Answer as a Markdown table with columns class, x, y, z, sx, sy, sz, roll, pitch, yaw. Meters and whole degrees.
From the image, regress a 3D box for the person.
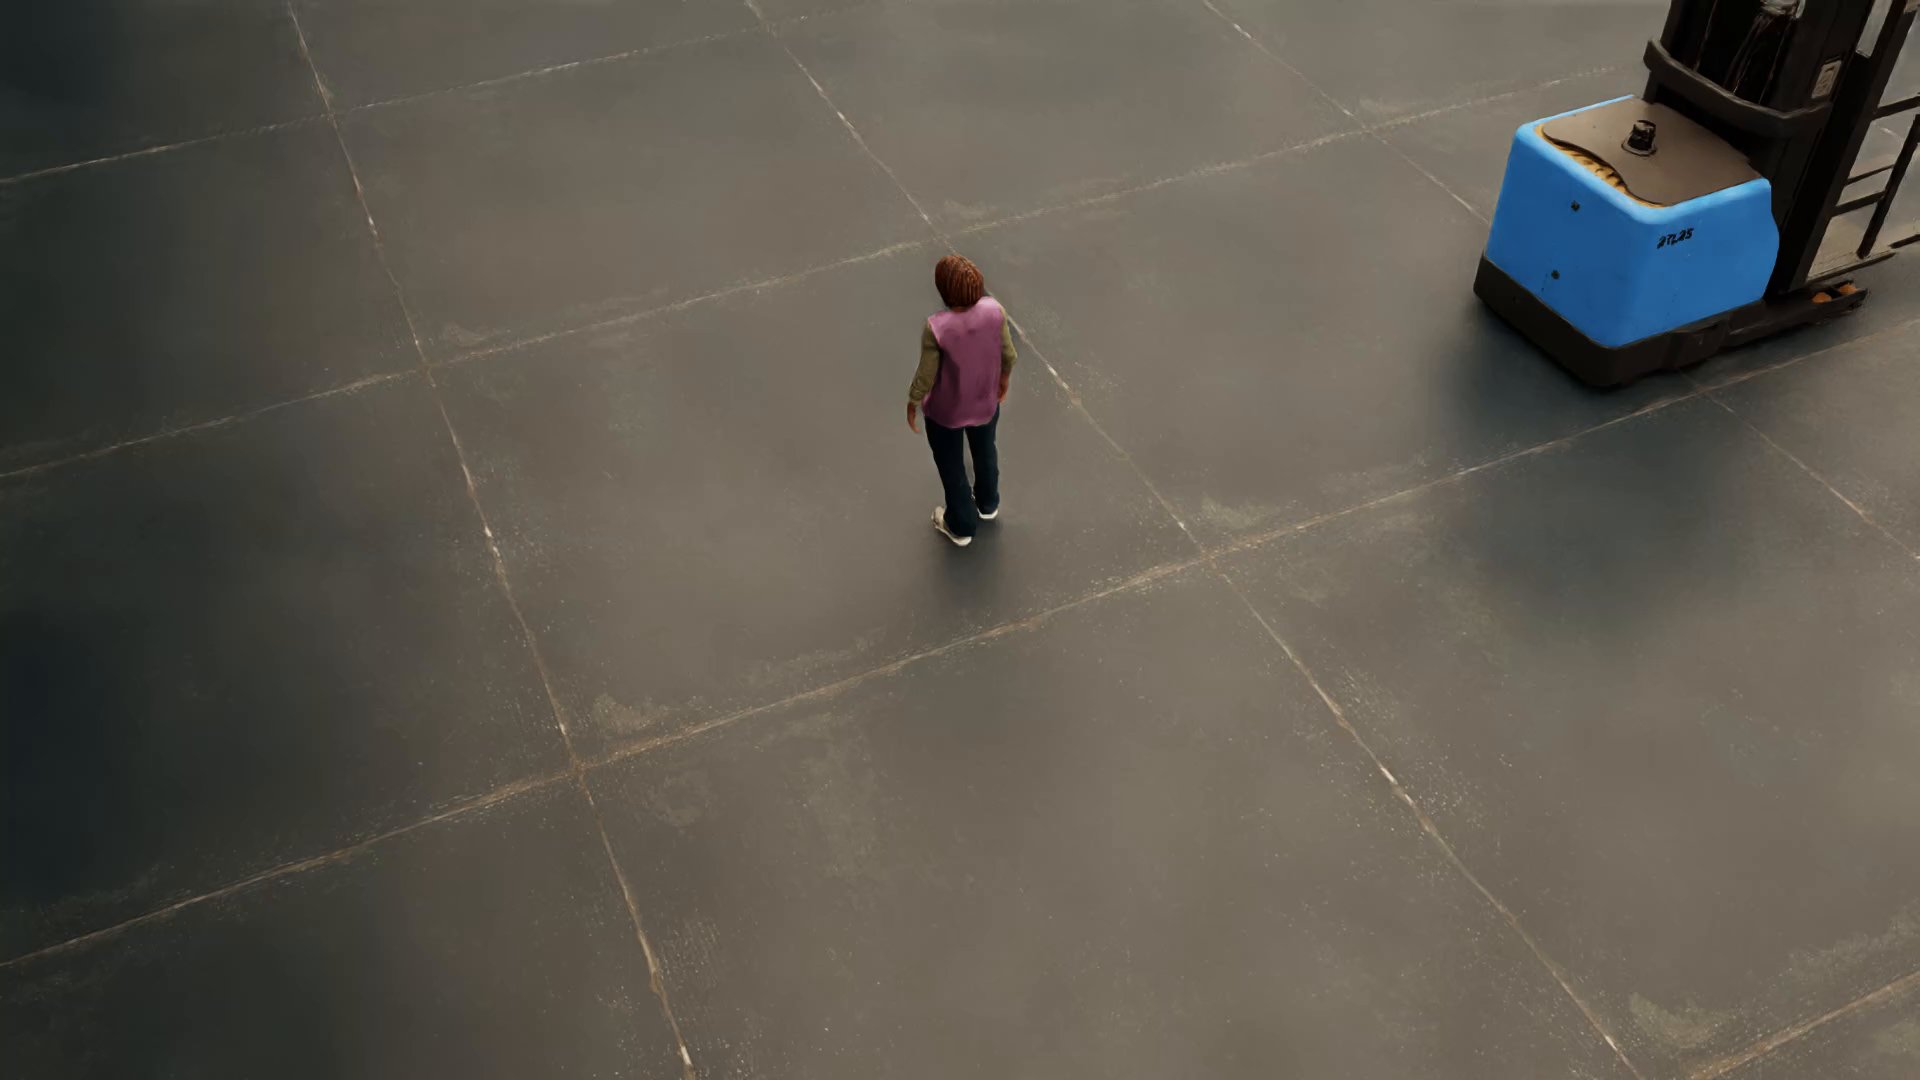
| class | x | y | z | sx | sy | sz | roll | pitch | yaw |
| --- | --- | --- | --- | --- | --- | --- | --- | --- | --- |
| person | -0.019 | -0.639 | 7.332 | 0.520 | 1.597 | 0.474 | -18 | 46 | -18 |

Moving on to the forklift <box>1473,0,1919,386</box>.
| class | x | y | z | sx | sy | sz | roll | pitch | yaw |
| --- | --- | --- | --- | --- | --- | --- | --- | --- | --- |
| forklift | 4.395 | -2.561 | 8.425 | 3.031 | 2.935 | 1.130 | -18 | 46 | -19 |
